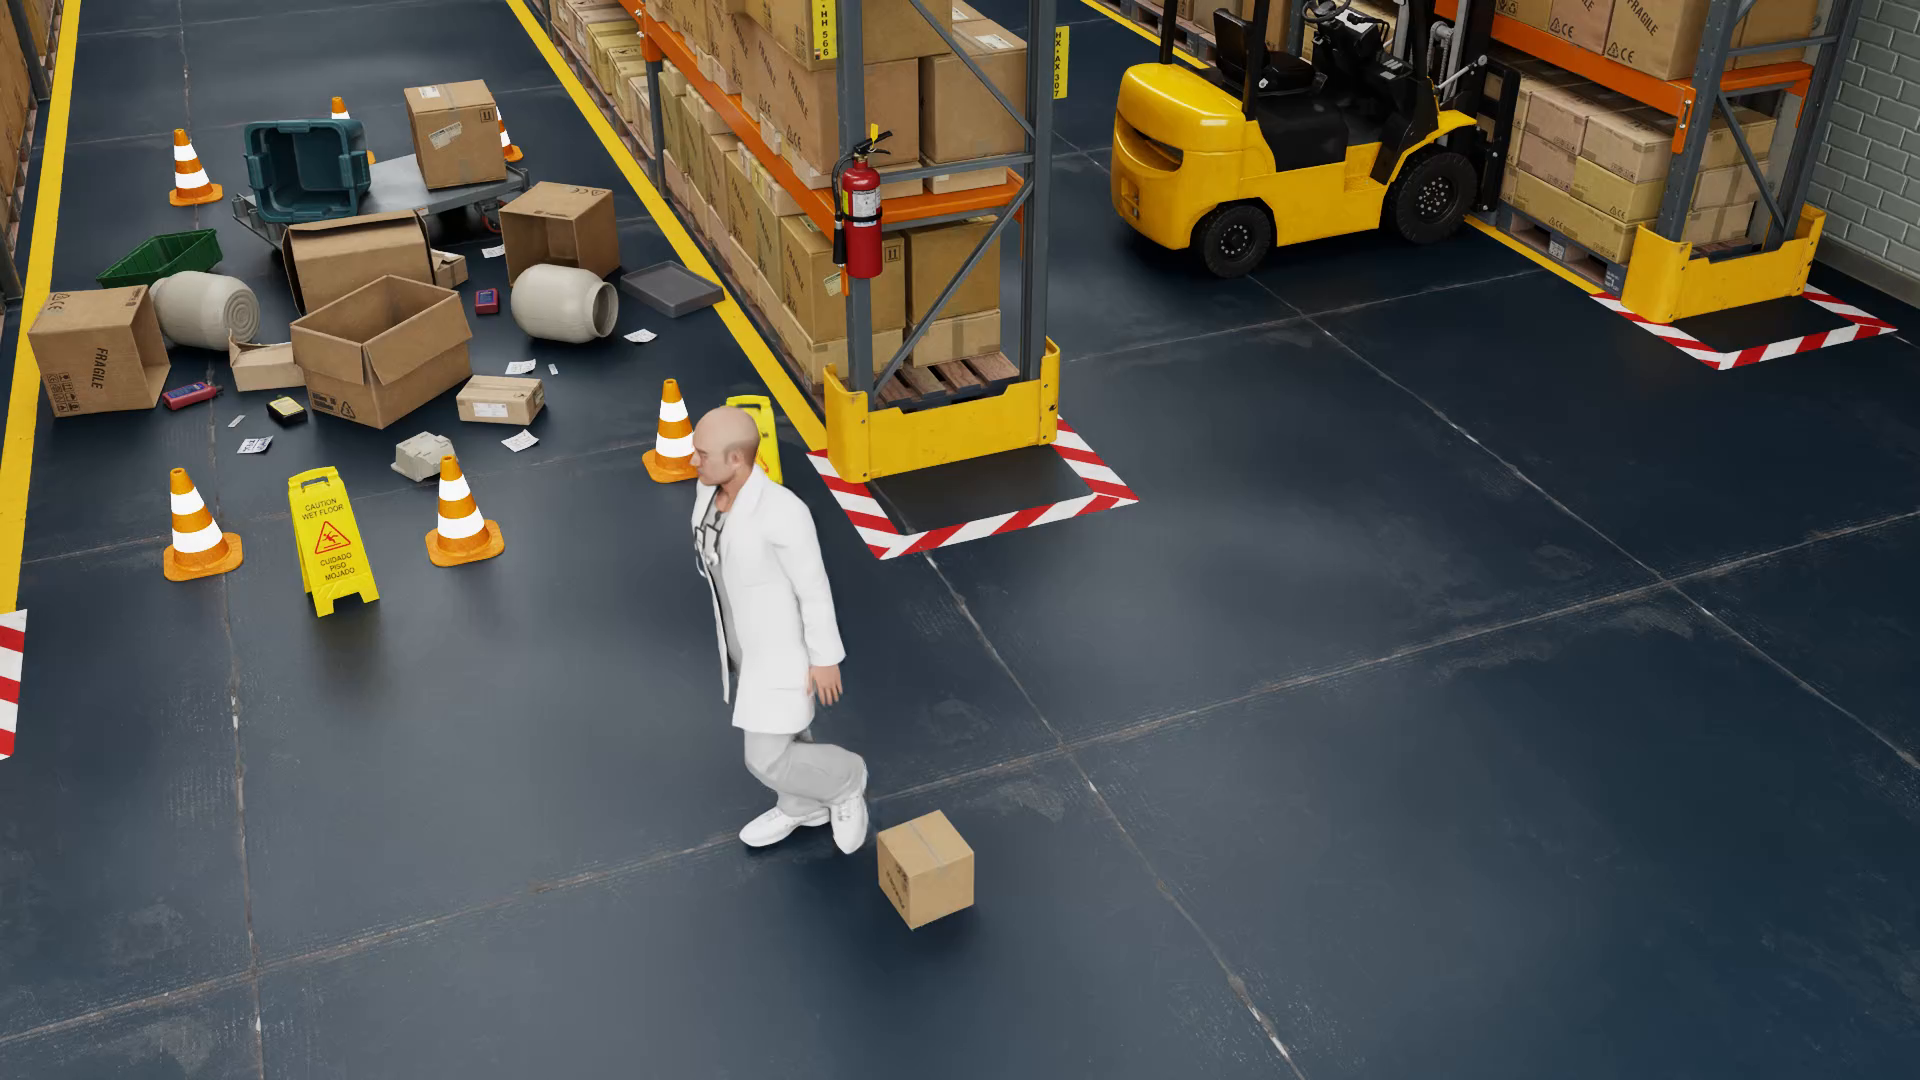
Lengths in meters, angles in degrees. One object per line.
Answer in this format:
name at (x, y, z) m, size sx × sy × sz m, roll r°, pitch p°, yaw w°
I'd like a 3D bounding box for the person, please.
person at (-0.615, 0.325, 5.632) m, size 0.554 × 1.773 × 0.625 m, roll -22°, pitch 39°, yaw -30°
